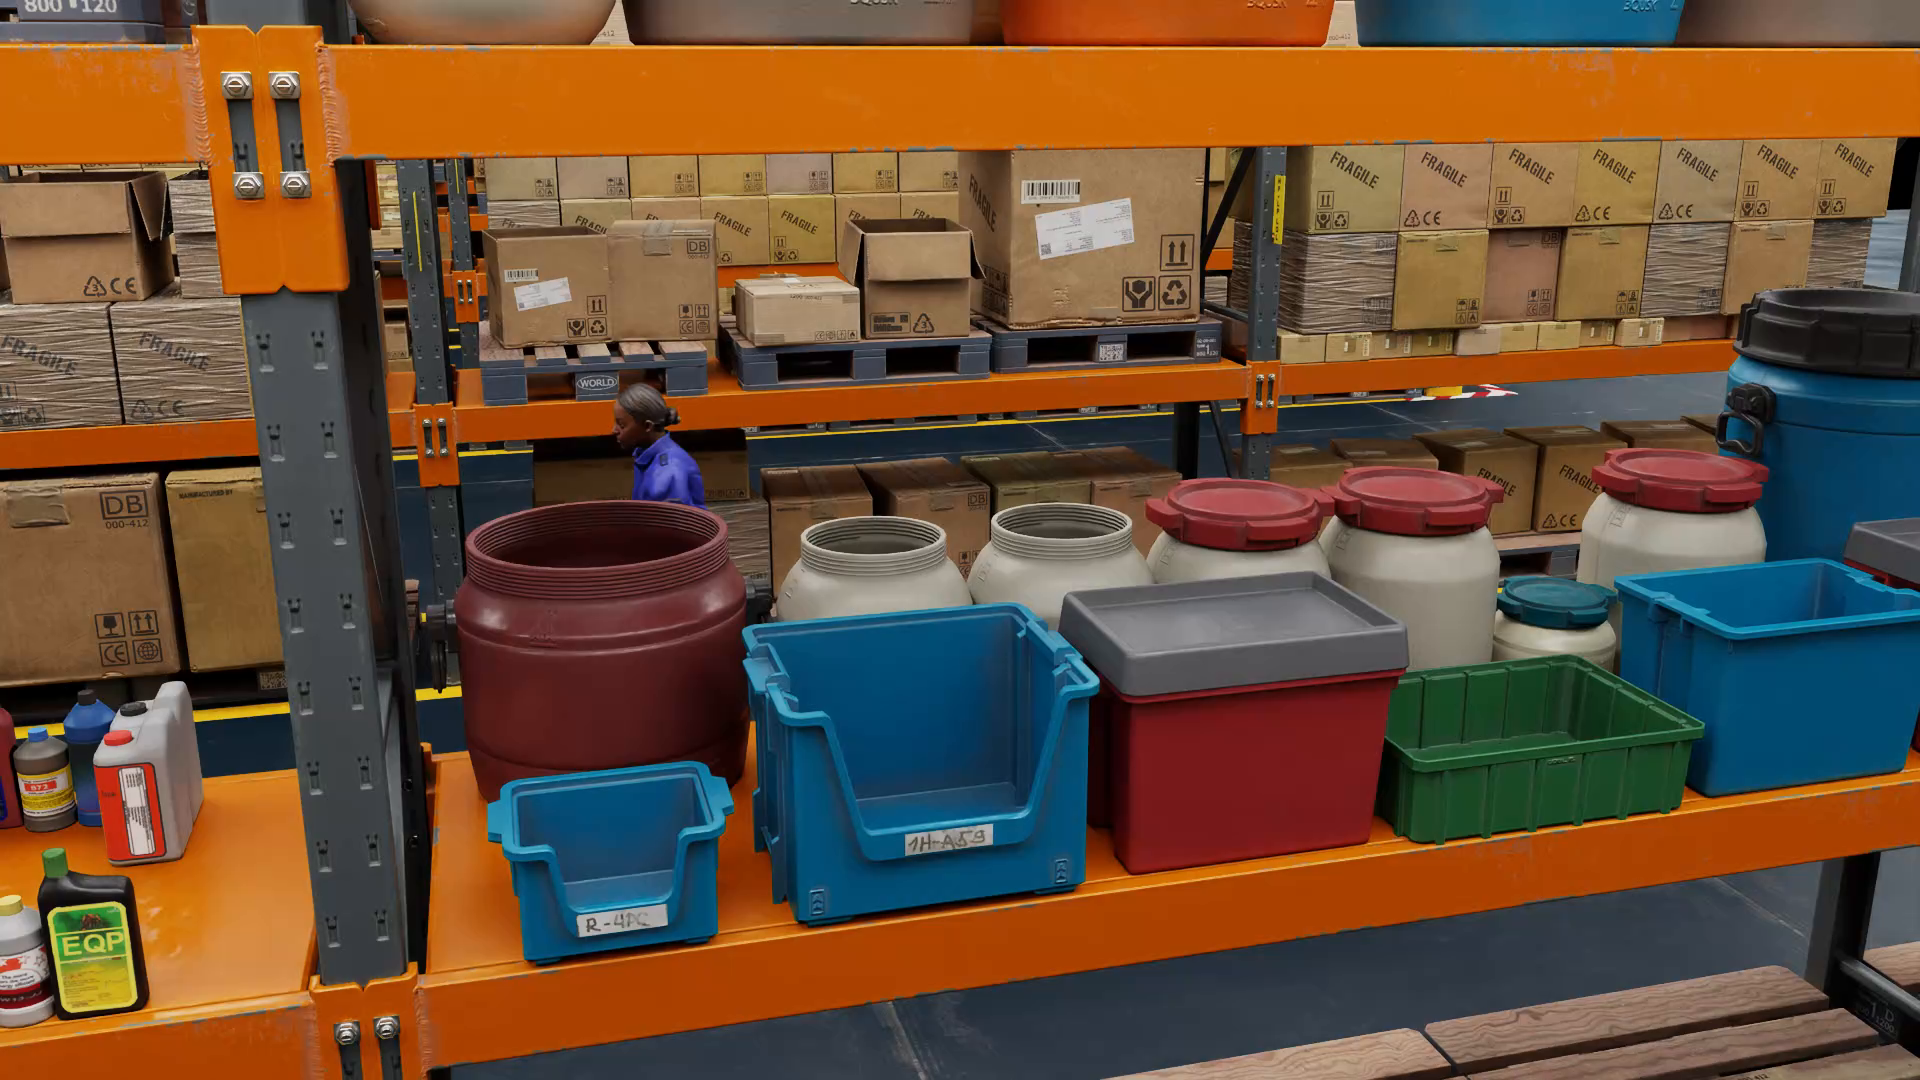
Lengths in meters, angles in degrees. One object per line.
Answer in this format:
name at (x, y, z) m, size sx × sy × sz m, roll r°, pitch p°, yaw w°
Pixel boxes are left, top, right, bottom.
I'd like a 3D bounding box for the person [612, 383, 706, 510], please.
person at (-1.109, 0.179, 6.294) m, size 0.349 × 1.585 × 0.503 m, roll -5°, pitch 17°, yaw -17°
